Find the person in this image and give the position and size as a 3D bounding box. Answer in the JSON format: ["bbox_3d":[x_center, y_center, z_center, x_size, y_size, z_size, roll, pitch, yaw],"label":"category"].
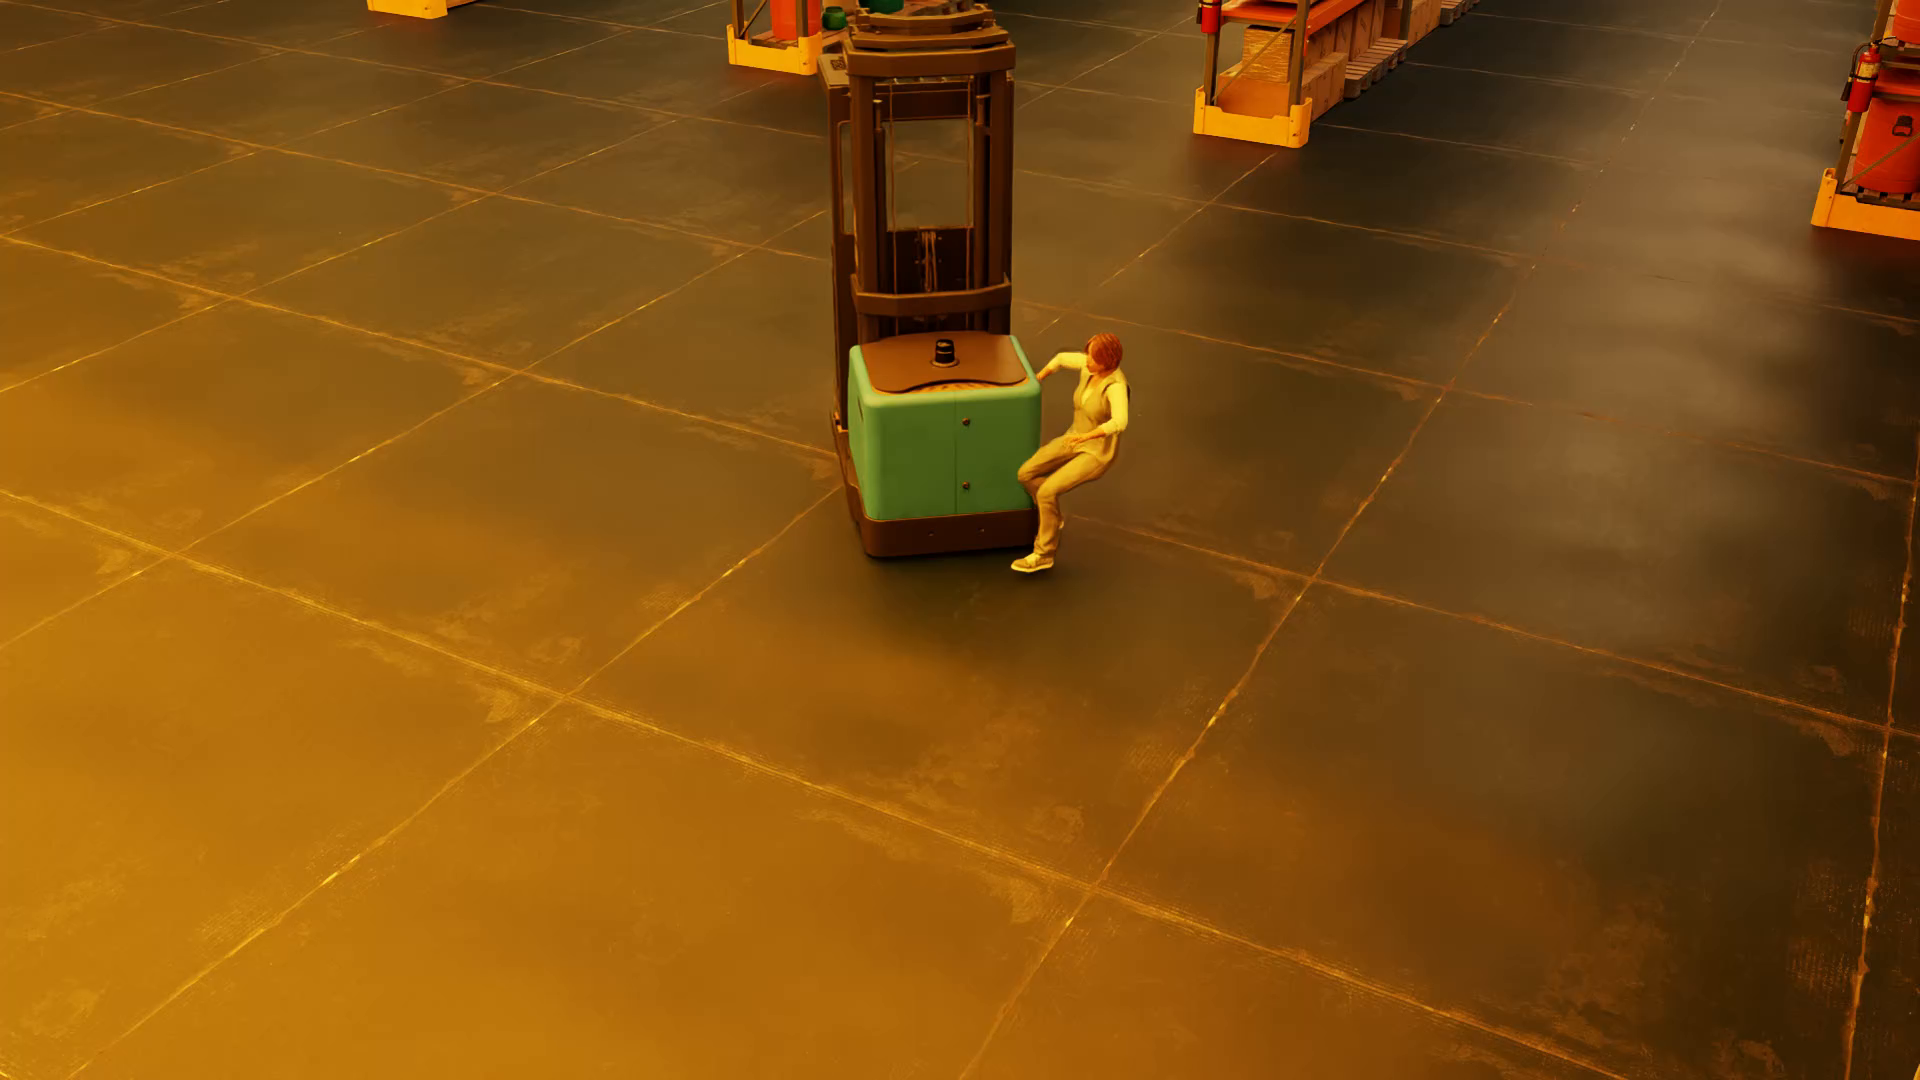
[{"bbox_3d":[0.570,-0.526,9.460,0.752,1.354,0.906,-20,35,-30],"label":"person"}]

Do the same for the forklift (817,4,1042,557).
[{"bbox_3d":[-0.269,-1.888,10.342,1.130,2.935,3.031,-5,30,-8],"label":"forklift"}]
